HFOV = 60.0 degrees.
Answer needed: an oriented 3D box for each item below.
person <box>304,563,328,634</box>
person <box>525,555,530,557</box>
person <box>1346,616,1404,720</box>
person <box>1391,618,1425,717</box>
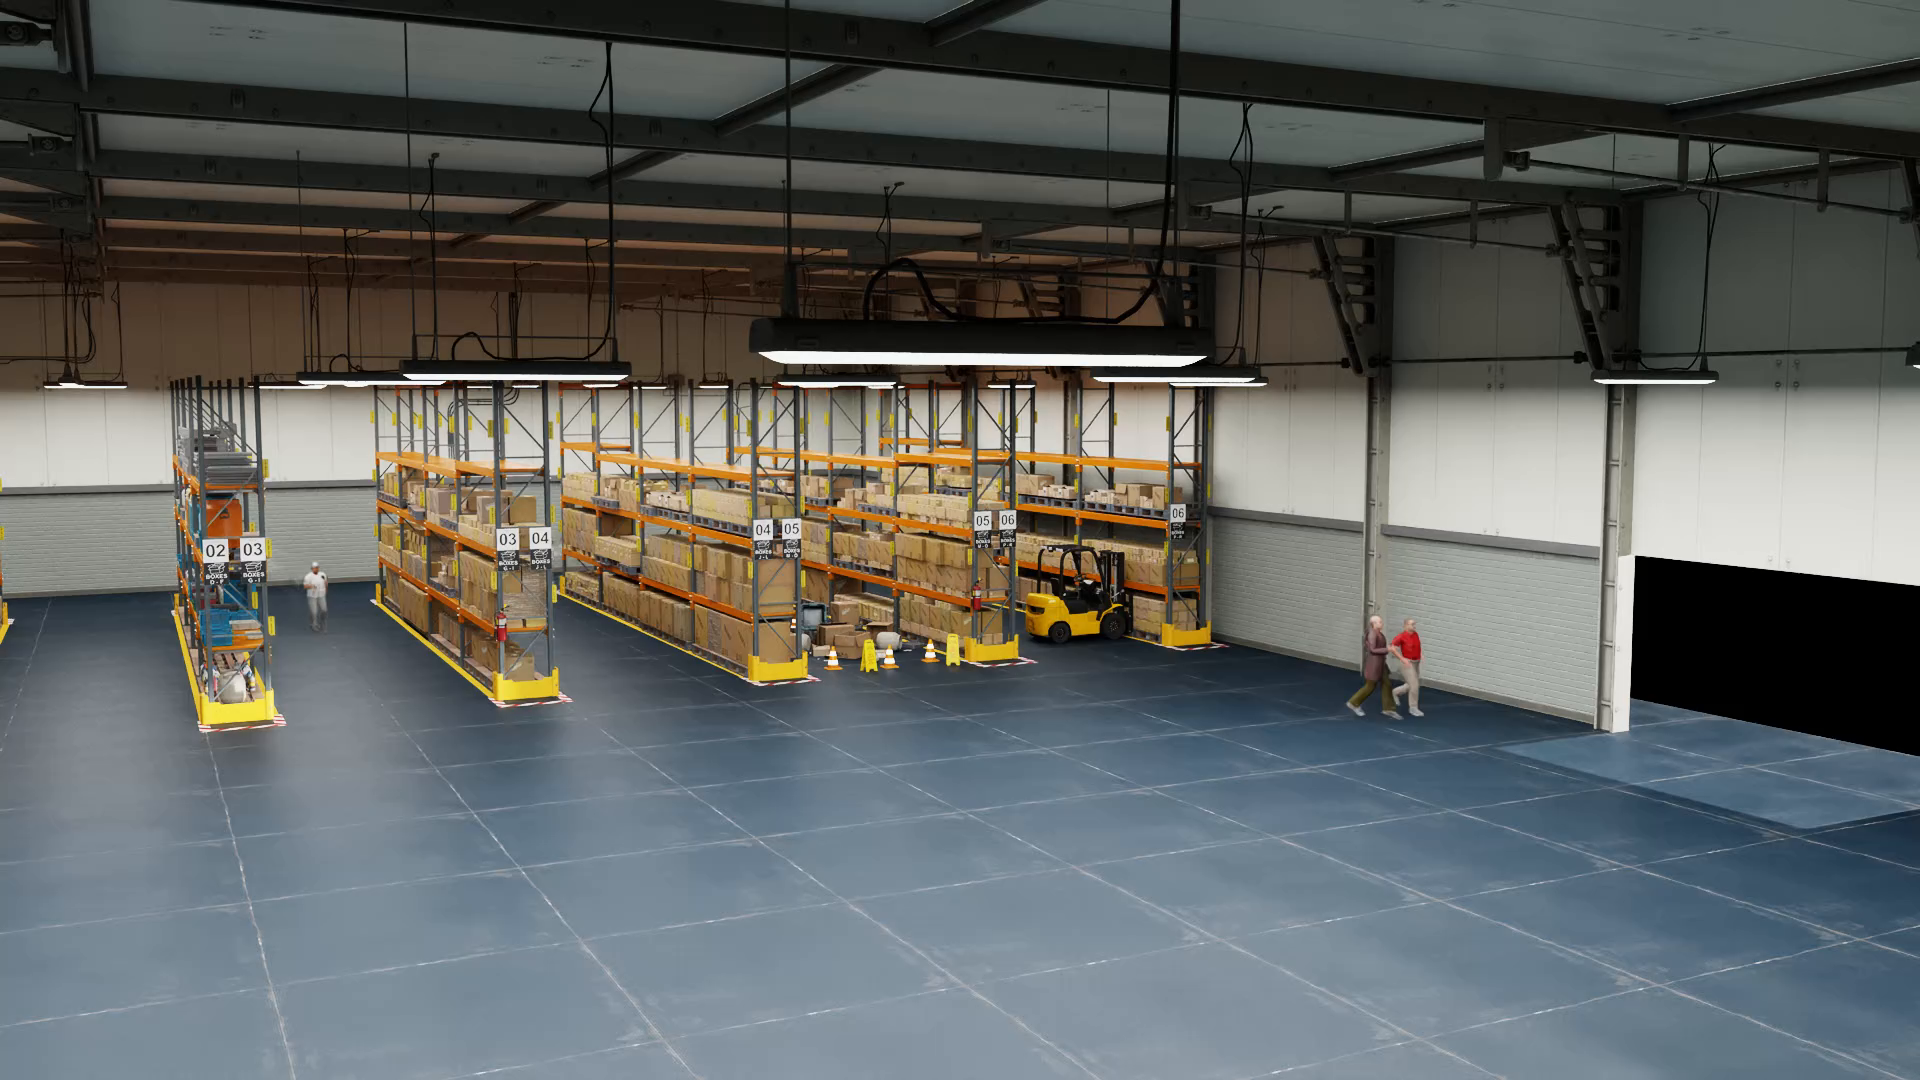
[{"bbox_3d":[-15.315,1.391,39.574,0.583,1.726,0.746,-3,6,-34],"label":"person"},{"bbox_3d":[-12.435,0.713,47.628,0.683,1.568,0.693,2,5,18],"label":"person"},{"bbox_3d":[7.262,2.228,29.075,0.985,1.808,0.701,3,6,28],"label":"person"},{"bbox_3d":[7.963,2.243,29.631,0.676,1.711,0.810,-4,7,-40],"label":"person"}]
